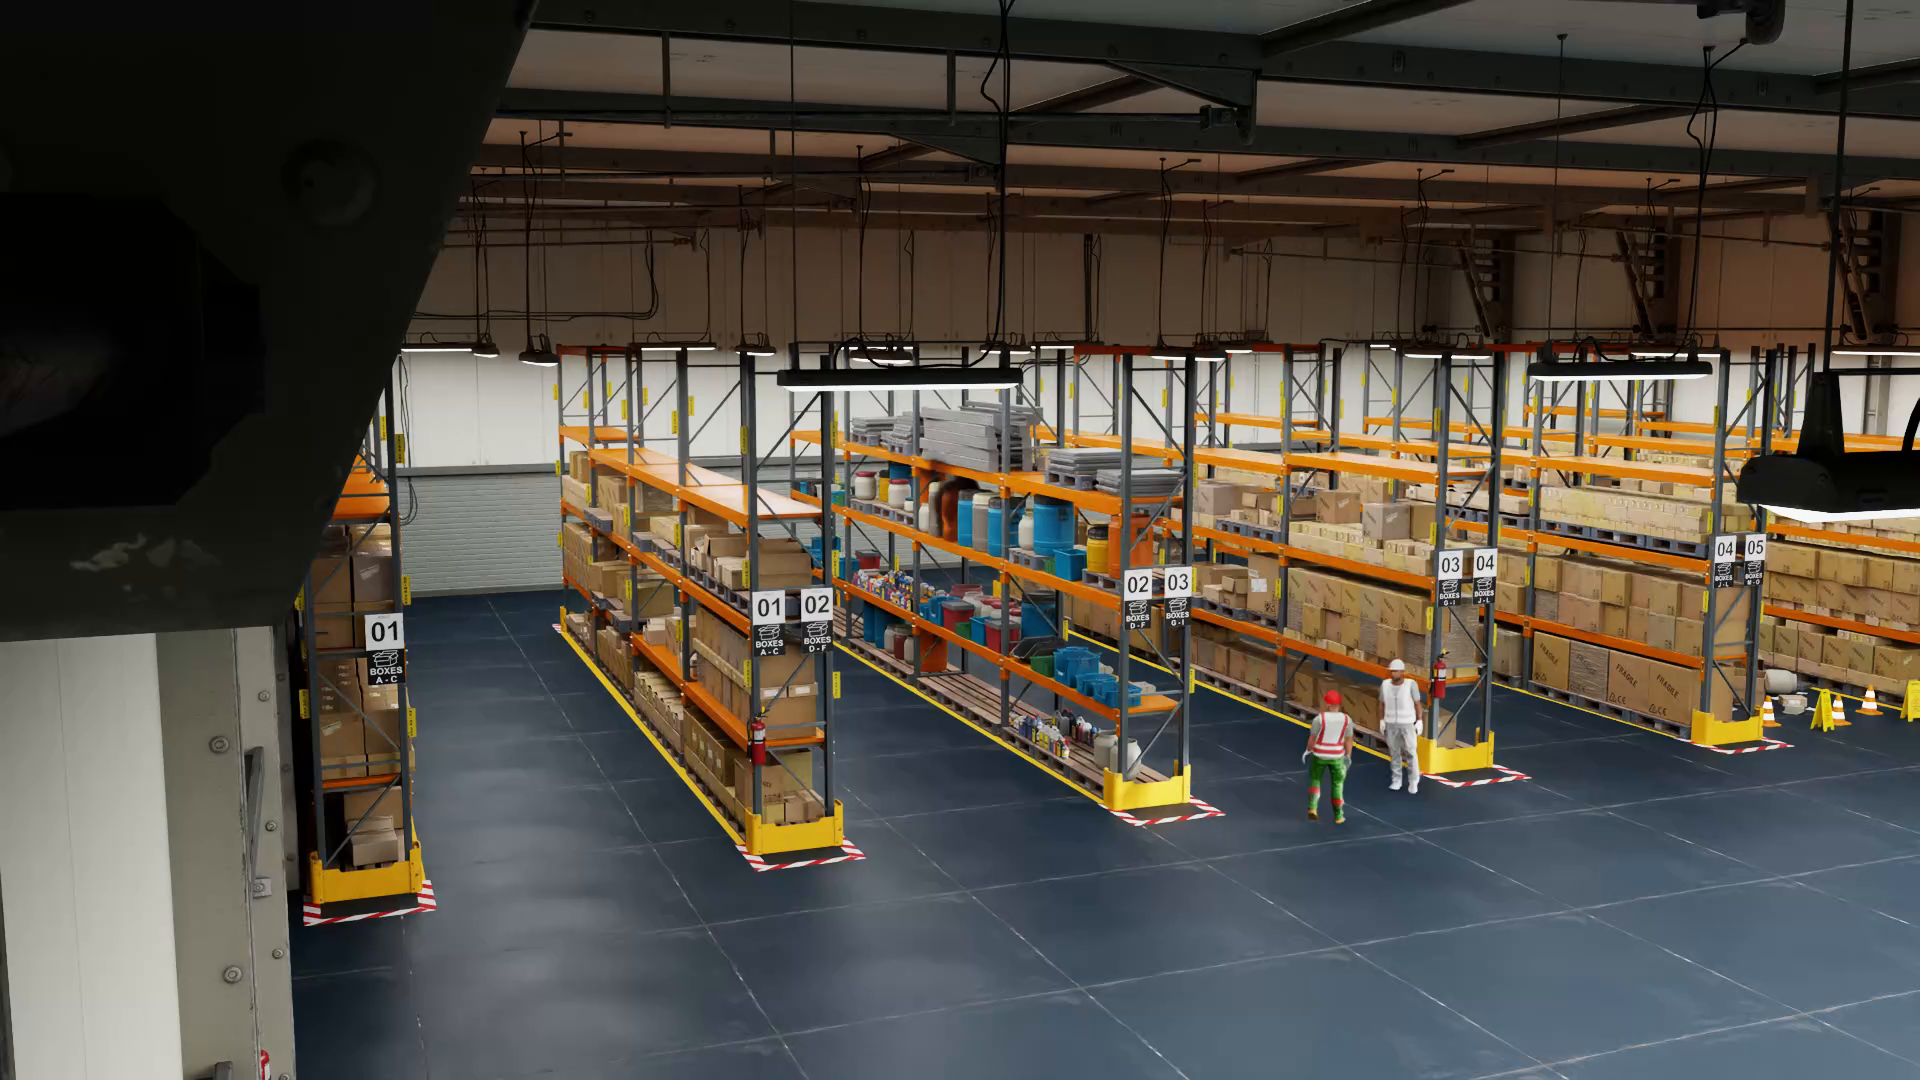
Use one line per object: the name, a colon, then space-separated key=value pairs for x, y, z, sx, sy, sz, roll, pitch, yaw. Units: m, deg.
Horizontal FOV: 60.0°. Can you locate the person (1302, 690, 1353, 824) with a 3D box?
person: x=4.710 y=2.770 z=21.280 sx=0.625 sy=1.783 sz=0.607 roll=2 pitch=8 yaw=18

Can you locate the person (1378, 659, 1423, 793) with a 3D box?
person: x=6.048 y=2.554 z=22.914 sx=0.611 sy=1.829 sz=0.392 roll=4 pitch=8 yaw=30
